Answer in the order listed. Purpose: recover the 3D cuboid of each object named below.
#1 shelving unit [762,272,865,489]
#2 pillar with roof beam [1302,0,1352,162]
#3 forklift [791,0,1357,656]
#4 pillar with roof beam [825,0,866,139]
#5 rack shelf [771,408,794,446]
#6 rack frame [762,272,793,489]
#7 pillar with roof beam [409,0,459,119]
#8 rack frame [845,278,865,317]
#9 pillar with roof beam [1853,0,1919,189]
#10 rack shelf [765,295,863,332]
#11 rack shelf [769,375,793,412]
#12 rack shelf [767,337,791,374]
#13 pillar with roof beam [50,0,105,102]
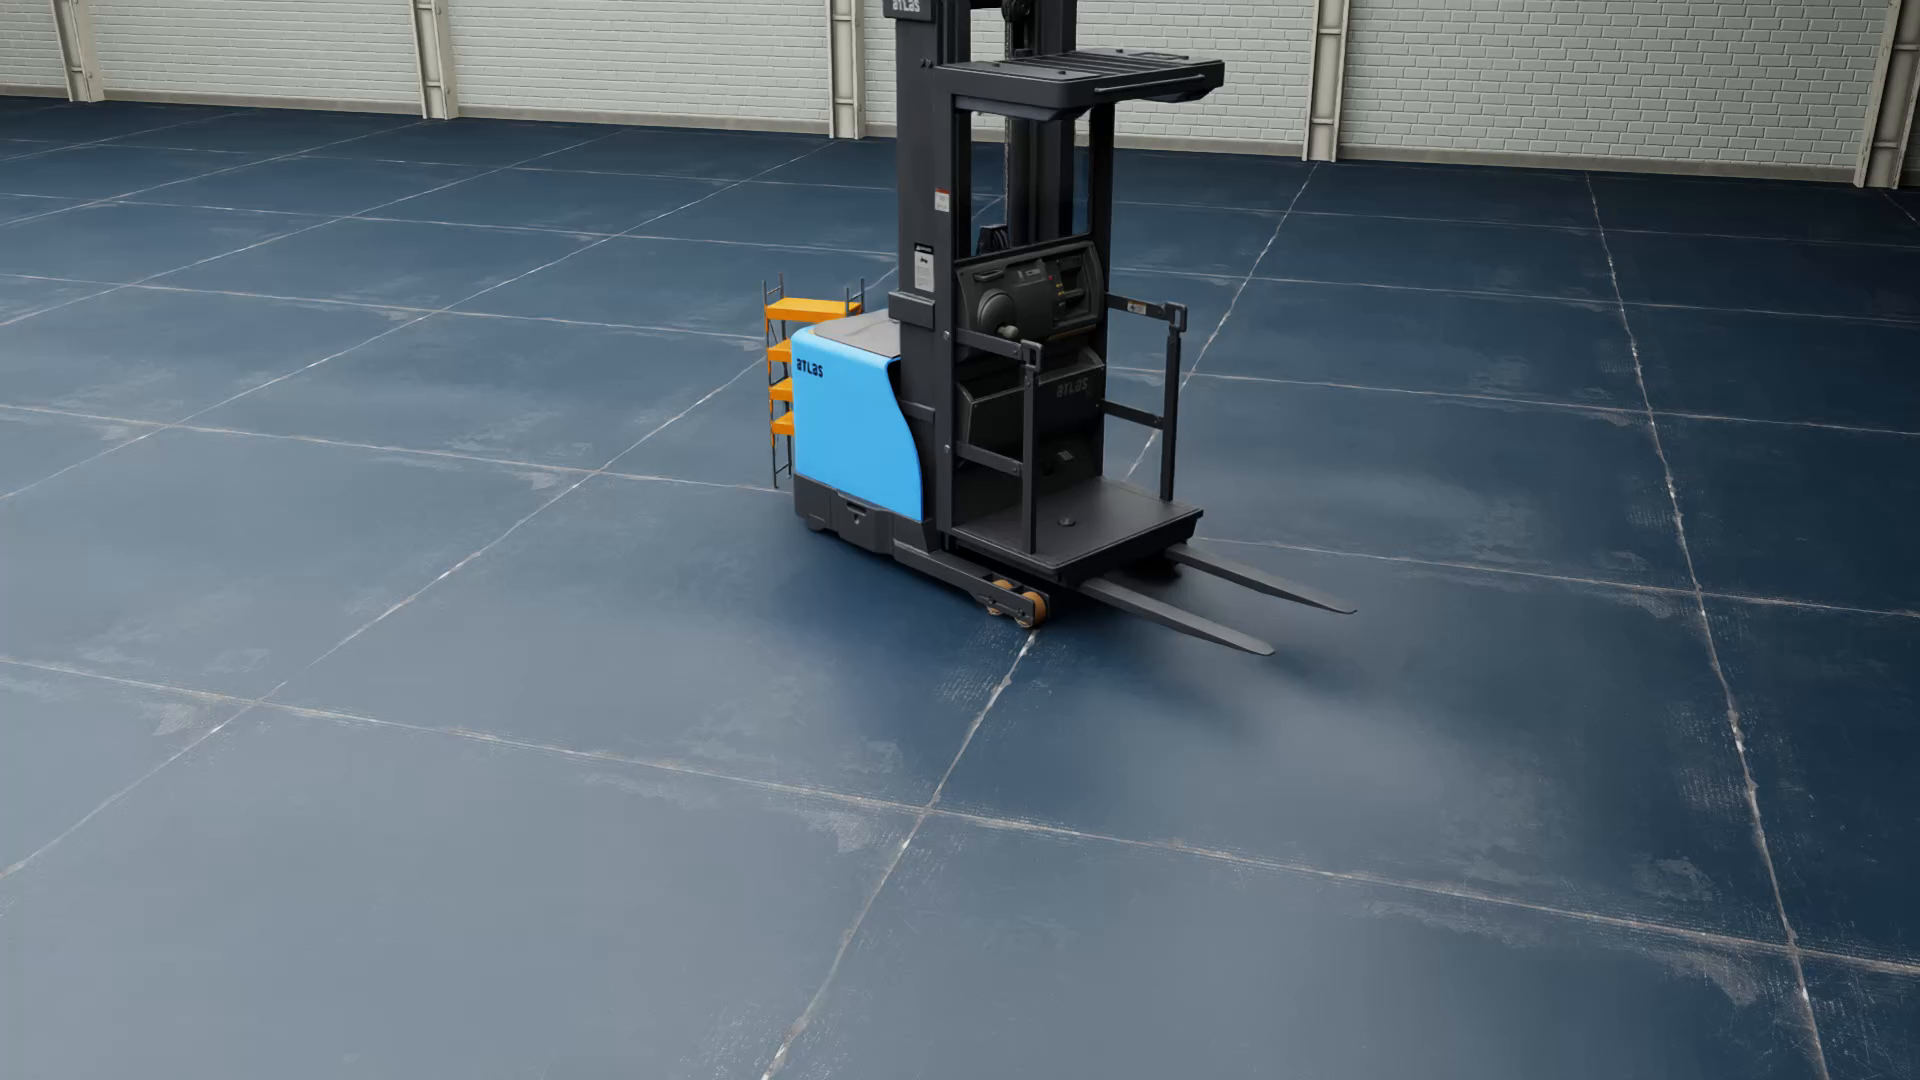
[{"bbox_3d":[-0.796,-0.862,9.280,0.503,1.200,0.258,7,23,18],"label":"shelving unit"},{"bbox_3d":[3.055,-7.146,14.332,0.400,9.000,9.100,7,23,16],"label":"pillar with roof beam"},{"bbox_3d":[0.490,-1.167,7.753,1.130,2.935,3.031,-20,30,-40],"label":"forklift"},{"bbox_3d":[-2.689,-7.803,15.936,0.400,9.000,9.100,7,23,16],"label":"pillar with roof beam"},{"bbox_3d":[-0.793,-0.615,9.379,0.480,0.148,0.258,7,23,18],"label":"rack shelf"},{"bbox_3d":[-1.026,-0.890,9.356,0.015,1.200,0.240,7,23,18],"label":"rack frame"},{"bbox_3d":[-8.433,-8.461,17.539,0.400,9.000,9.100,7,23,16],"label":"pillar with roof beam"},{"bbox_3d":[-0.565,-0.834,9.205,0.015,1.200,0.240,7,23,18],"label":"rack frame"},{"bbox_3d":[8.799,-6.488,12.729,0.400,9.000,9.100,7,23,16],"label":"pillar with roof beam"},{"bbox_3d":[-0.799,-1.227,9.135,0.480,0.148,0.258,7,23,18],"label":"rack shelf"},{"bbox_3d":[-0.795,-0.799,9.305,0.480,0.148,0.258,7,23,18],"label":"rack shelf"},{"bbox_3d":[-0.797,-1.007,9.222,0.480,0.148,0.258,7,23,18],"label":"rack shelf"},{"bbox_3d":[-14.177,-9.119,19.143,0.400,9.000,9.100,7,23,16],"label":"pillar with roof beam"}]
